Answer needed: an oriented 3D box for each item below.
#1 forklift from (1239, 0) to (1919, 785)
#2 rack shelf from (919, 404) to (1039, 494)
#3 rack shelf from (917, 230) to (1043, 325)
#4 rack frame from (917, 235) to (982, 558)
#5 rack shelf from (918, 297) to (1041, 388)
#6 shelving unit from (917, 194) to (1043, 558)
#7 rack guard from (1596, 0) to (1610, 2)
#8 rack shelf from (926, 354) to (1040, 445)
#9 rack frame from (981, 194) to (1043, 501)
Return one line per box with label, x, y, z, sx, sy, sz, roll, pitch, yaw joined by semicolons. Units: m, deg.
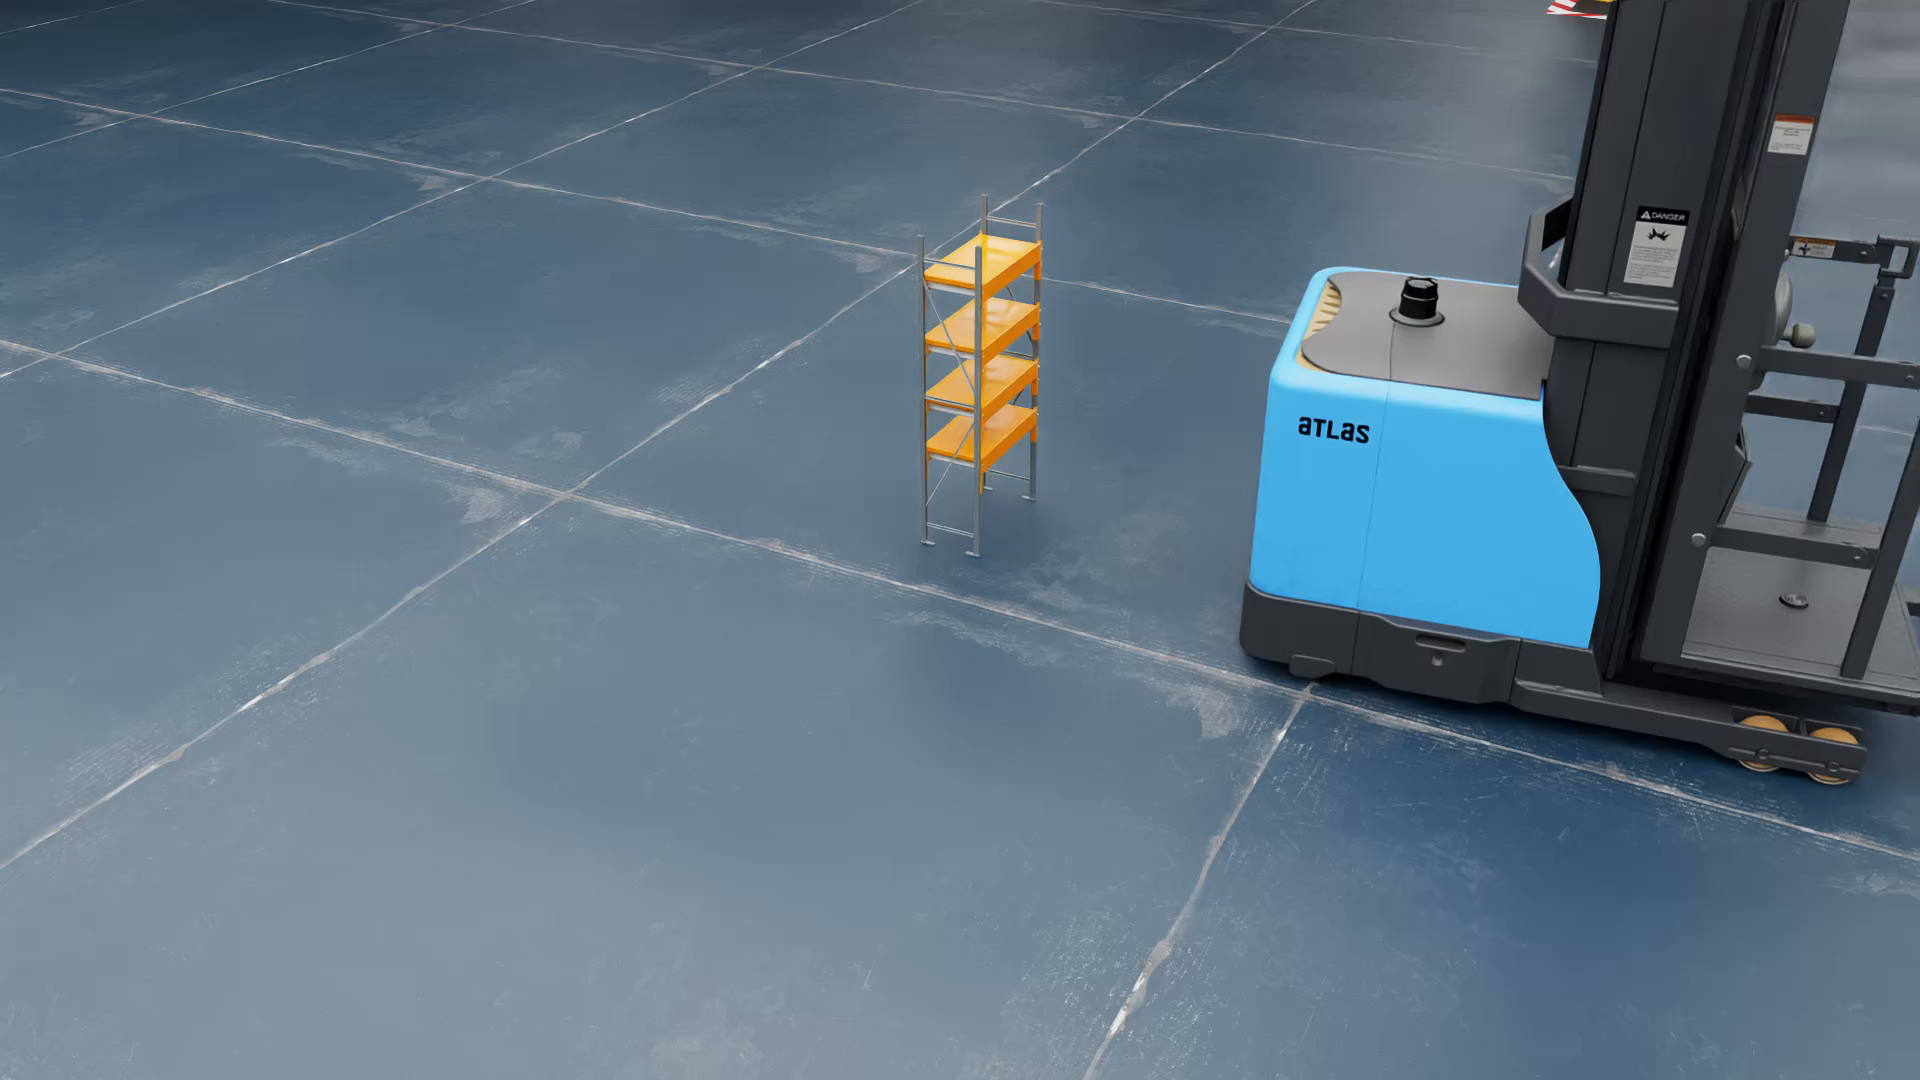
forklift;2.500;-0.838;4.766;3.031;2.935;1.130;10;31;16
rack shelf;0.075;-0.363;6.211;0.258;0.148;0.480;14;33;23
rack shelf;0.075;-0.934;5.883;0.258;0.148;0.480;14;33;23
rack frame;-0.036;-0.486;5.891;0.240;1.200;0.015;14;33;23
rack shelf;0.075;-0.729;6.001;0.258;0.148;0.480;14;33;23
shelving unit;0.075;-0.594;6.079;0.258;1.200;0.503;14;33;23
rack guard;5.890;-4.866;14.222;1.175;0.500;0.348;14;33;23
rack shelf;0.075;-0.535;6.112;0.258;0.148;0.480;14;33;23
rack frame;0.187;-0.702;6.267;0.240;1.200;0.015;14;33;23
